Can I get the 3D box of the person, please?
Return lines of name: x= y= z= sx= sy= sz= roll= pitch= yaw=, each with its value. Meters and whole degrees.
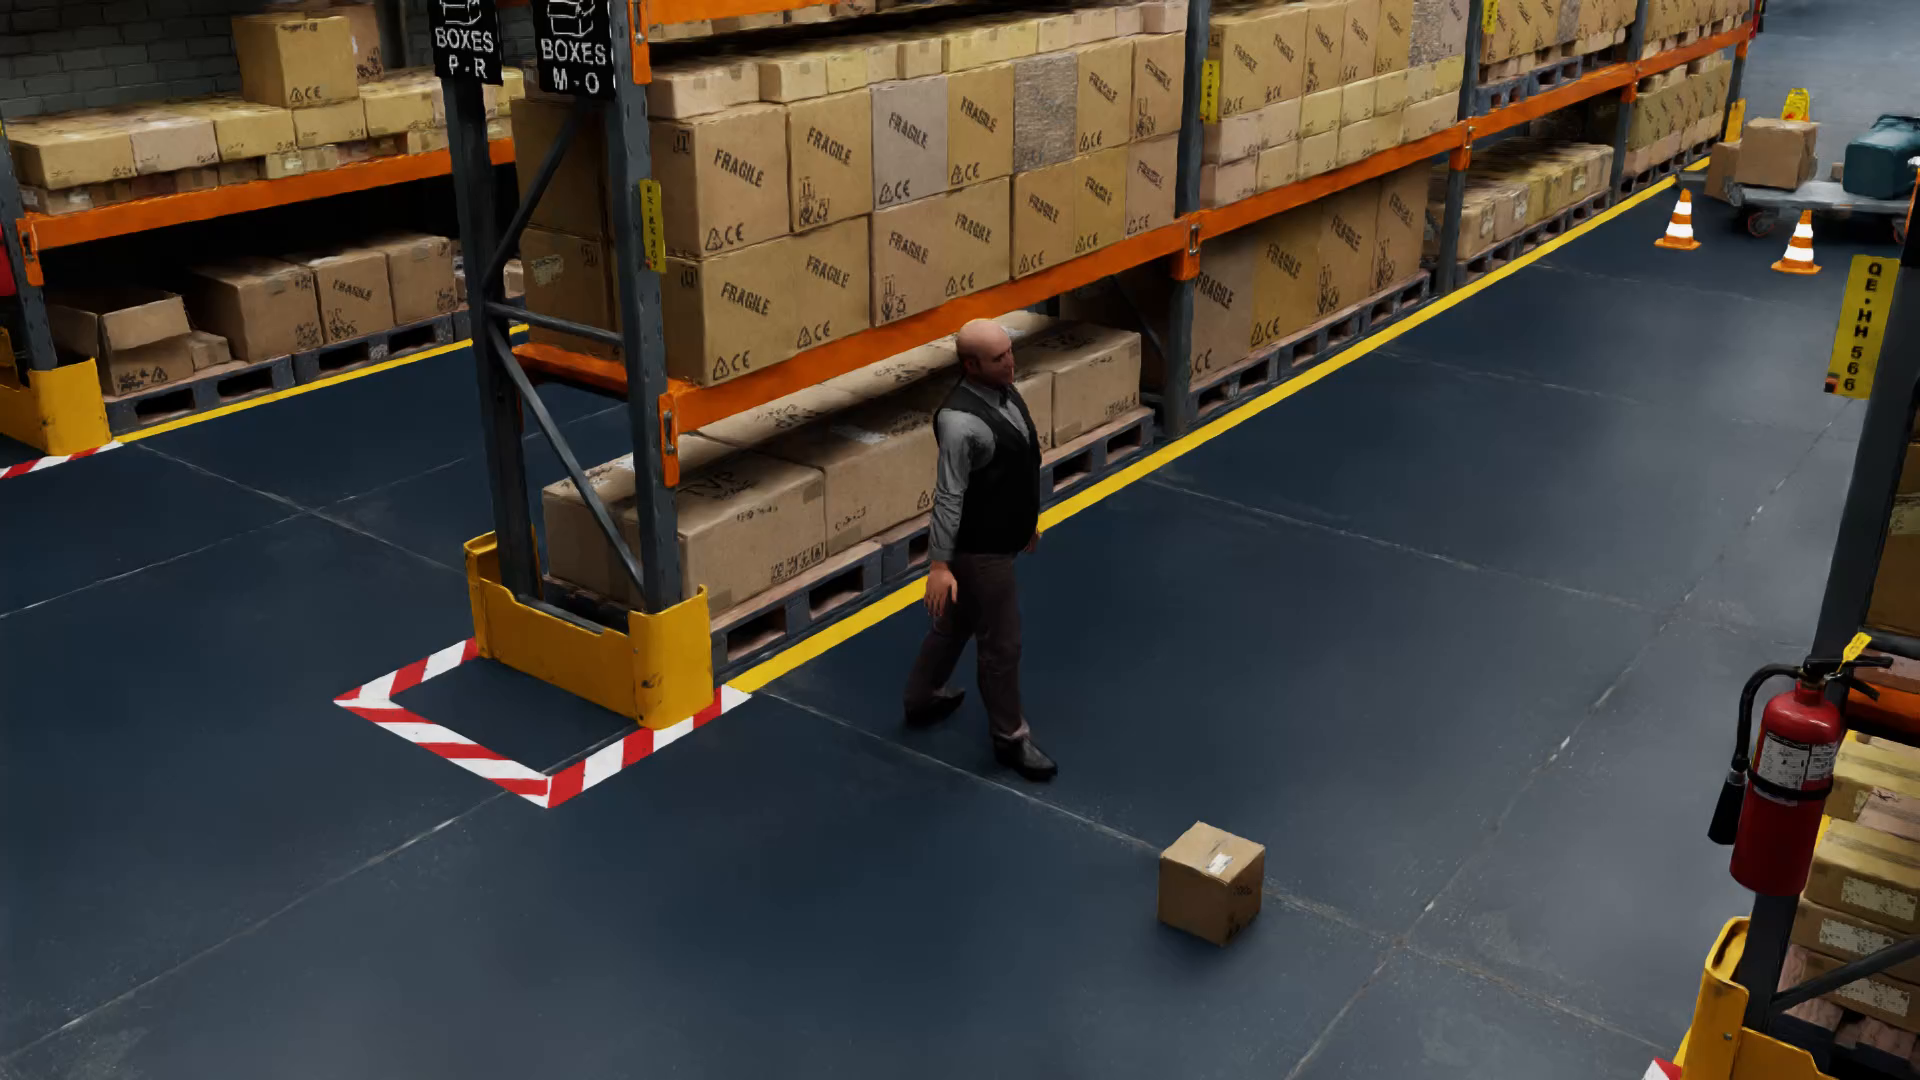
person: x=0.073 y=0.021 z=6.087 sx=0.672 sy=1.714 sz=0.686 roll=6 pitch=24 yaw=13
